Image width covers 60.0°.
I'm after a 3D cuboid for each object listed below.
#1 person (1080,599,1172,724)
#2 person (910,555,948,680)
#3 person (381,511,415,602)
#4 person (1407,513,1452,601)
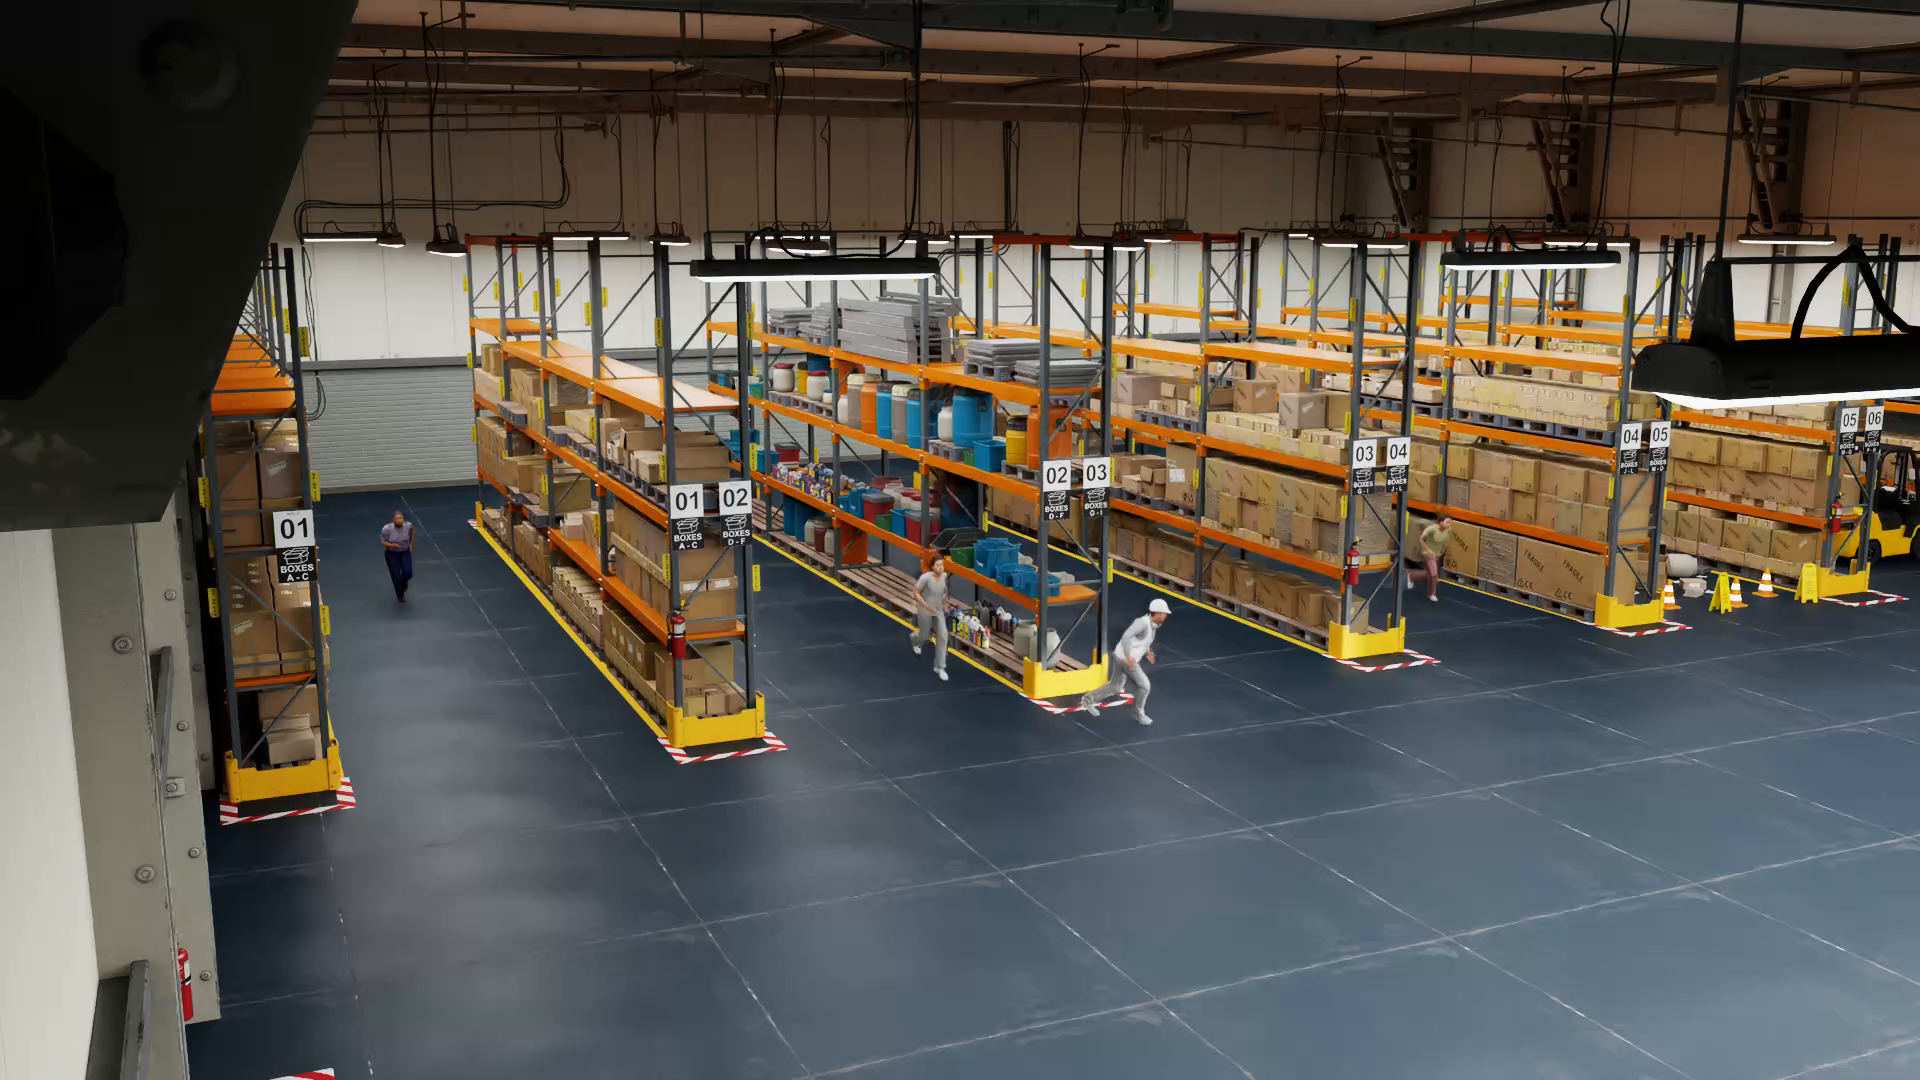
[{"bbox_3d":[2.105,1.526,21.125,1.133,1.625,0.644,3,11,14],"label":"person"},{"bbox_3d":[-0.398,1.003,22.714,0.564,1.659,1.004,-6,12,-27],"label":"person"},{"bbox_3d":[-9.292,0.283,27.608,0.593,1.576,0.658,-6,12,-27],"label":"person"},{"bbox_3d":[7.905,0.243,27.993,0.593,1.526,0.928,-5,12,-23],"label":"person"}]
